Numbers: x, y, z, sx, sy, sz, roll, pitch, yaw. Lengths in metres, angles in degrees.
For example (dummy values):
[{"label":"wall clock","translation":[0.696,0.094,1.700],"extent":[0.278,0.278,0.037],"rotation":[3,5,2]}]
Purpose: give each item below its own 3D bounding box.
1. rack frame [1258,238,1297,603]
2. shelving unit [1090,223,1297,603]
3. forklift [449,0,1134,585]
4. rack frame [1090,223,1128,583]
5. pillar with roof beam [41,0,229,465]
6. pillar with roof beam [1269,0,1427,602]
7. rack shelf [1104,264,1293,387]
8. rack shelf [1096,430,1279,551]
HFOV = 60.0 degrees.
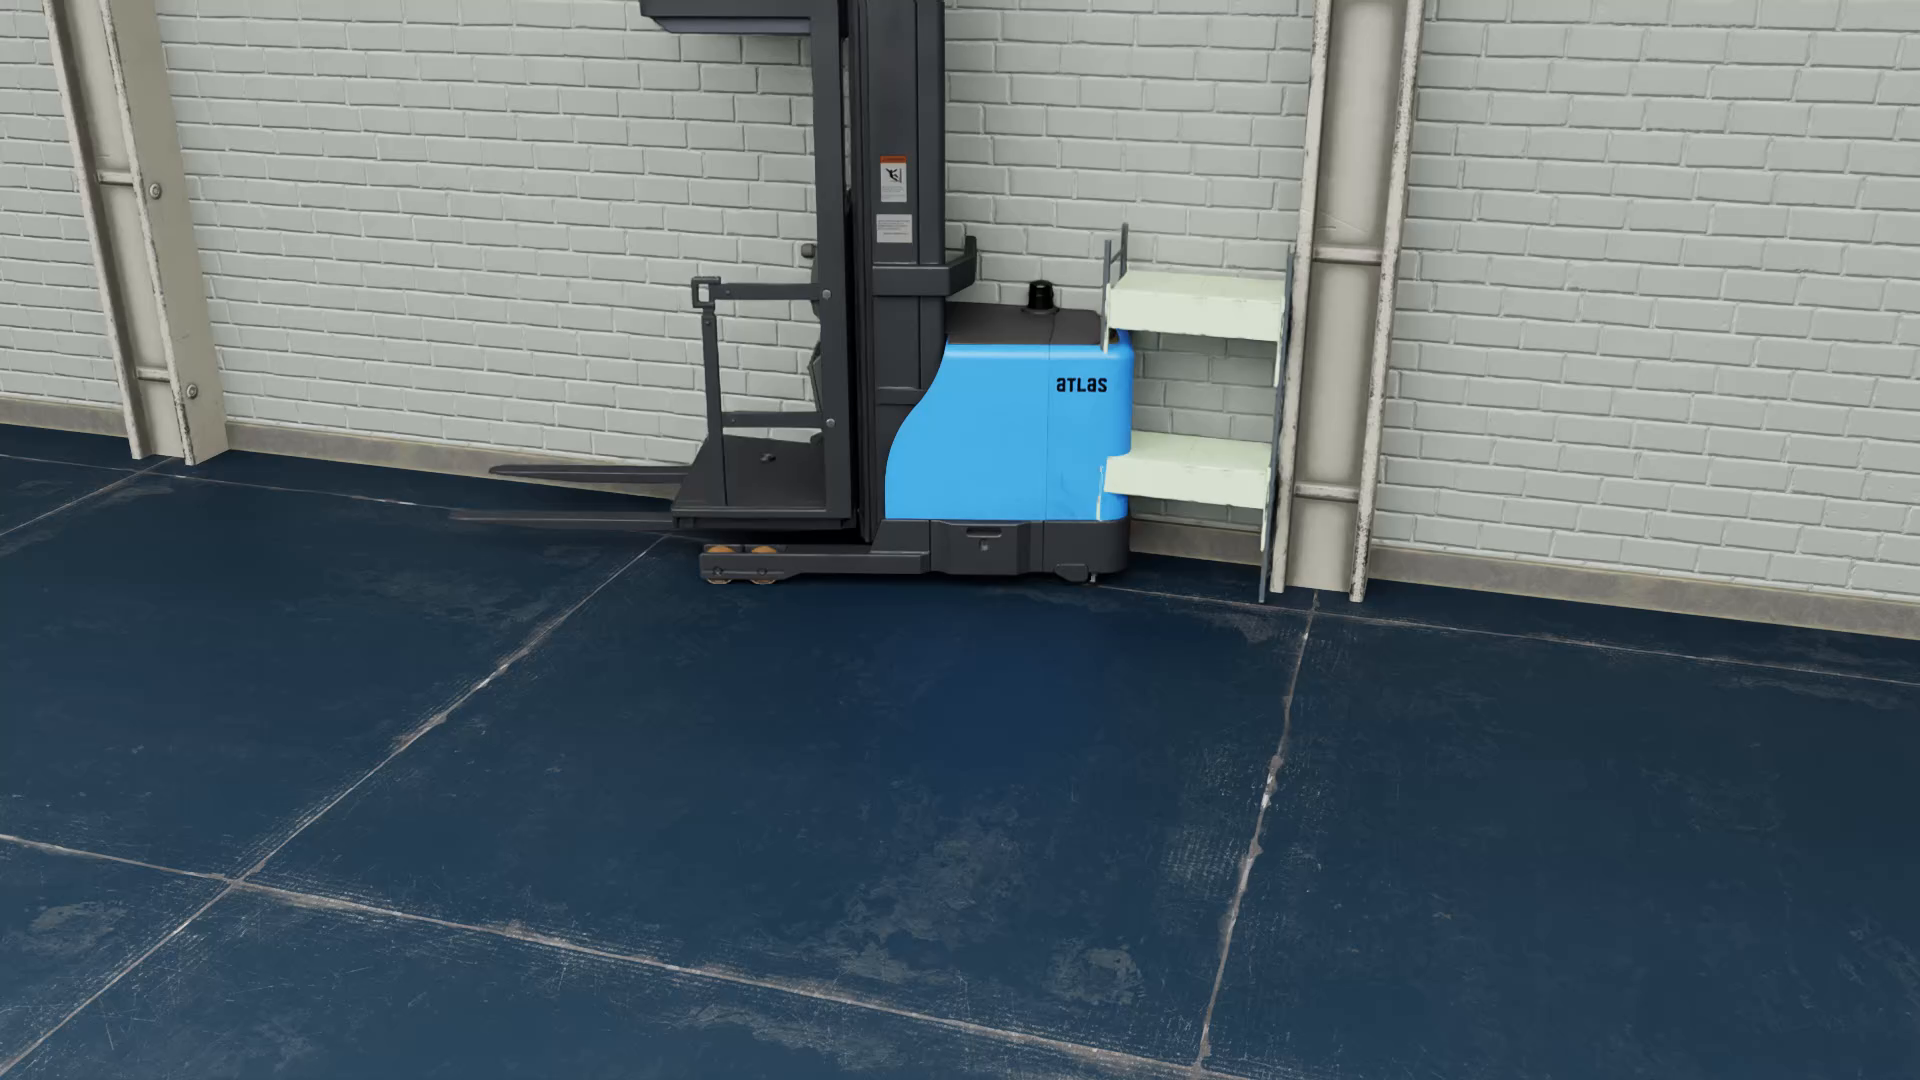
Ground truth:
[{"label":"rack frame","translation":[1.345,-0.499,6.982],"extent":[0.023,1.500,0.400],"rotation":[7,22,15]},{"label":"shelving unit","translation":[0.994,-0.540,7.075],"extent":[0.755,1.500,0.431],"rotation":[7,22,15]},{"label":"forklift","translation":[-0.761,-1.358,7.219],"extent":[3.031,2.935,1.130],"rotation":[1,22,1]},{"label":"rack frame","translation":[0.642,-0.581,7.168],"extent":[0.023,1.500,0.400],"rotation":[7,22,15]},{"label":"pillar with roof beam","translation":[-5.408,-3.068,3.391],"extent":[0.400,9.000,9.100],"rotation":[7,23,16]},{"label":"pillar with roof beam","translation":[0.336,-2.410,1.788],"extent":[0.400,9.000,9.100],"rotation":[7,23,16]},{"label":"rack shelf","translation":[0.998,-0.904,6.932],"extent":[0.720,0.370,0.431],"rotation":[7,22,15]},{"label":"rack shelf","translation":[0.990,-0.237,7.194],"extent":[0.720,0.370,0.431],"rotation":[7,22,15]}]
